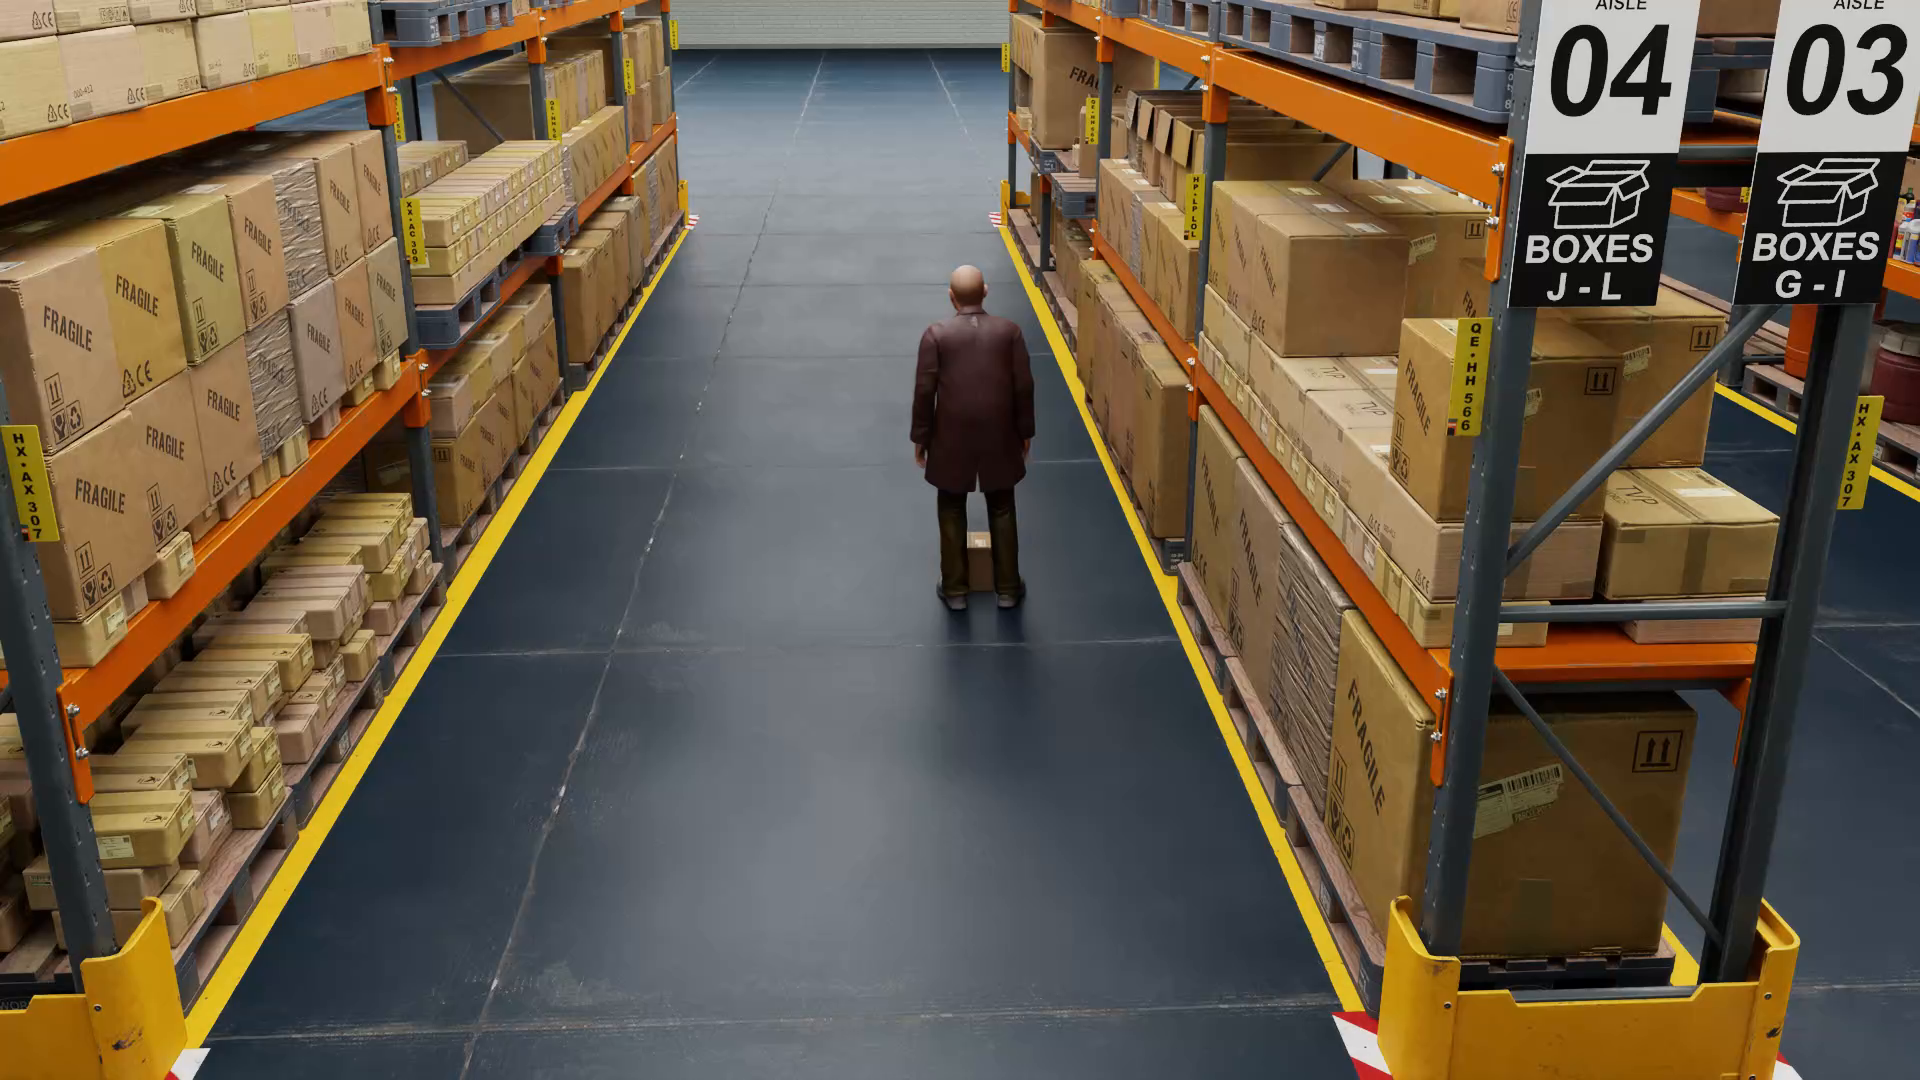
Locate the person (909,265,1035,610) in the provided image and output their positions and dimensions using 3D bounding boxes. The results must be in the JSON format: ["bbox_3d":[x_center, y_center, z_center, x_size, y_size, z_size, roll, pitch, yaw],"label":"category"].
[{"bbox_3d":[0.065,-0.514,8.505,0.648,1.772,0.429,-2,20,-6],"label":"person"}]
